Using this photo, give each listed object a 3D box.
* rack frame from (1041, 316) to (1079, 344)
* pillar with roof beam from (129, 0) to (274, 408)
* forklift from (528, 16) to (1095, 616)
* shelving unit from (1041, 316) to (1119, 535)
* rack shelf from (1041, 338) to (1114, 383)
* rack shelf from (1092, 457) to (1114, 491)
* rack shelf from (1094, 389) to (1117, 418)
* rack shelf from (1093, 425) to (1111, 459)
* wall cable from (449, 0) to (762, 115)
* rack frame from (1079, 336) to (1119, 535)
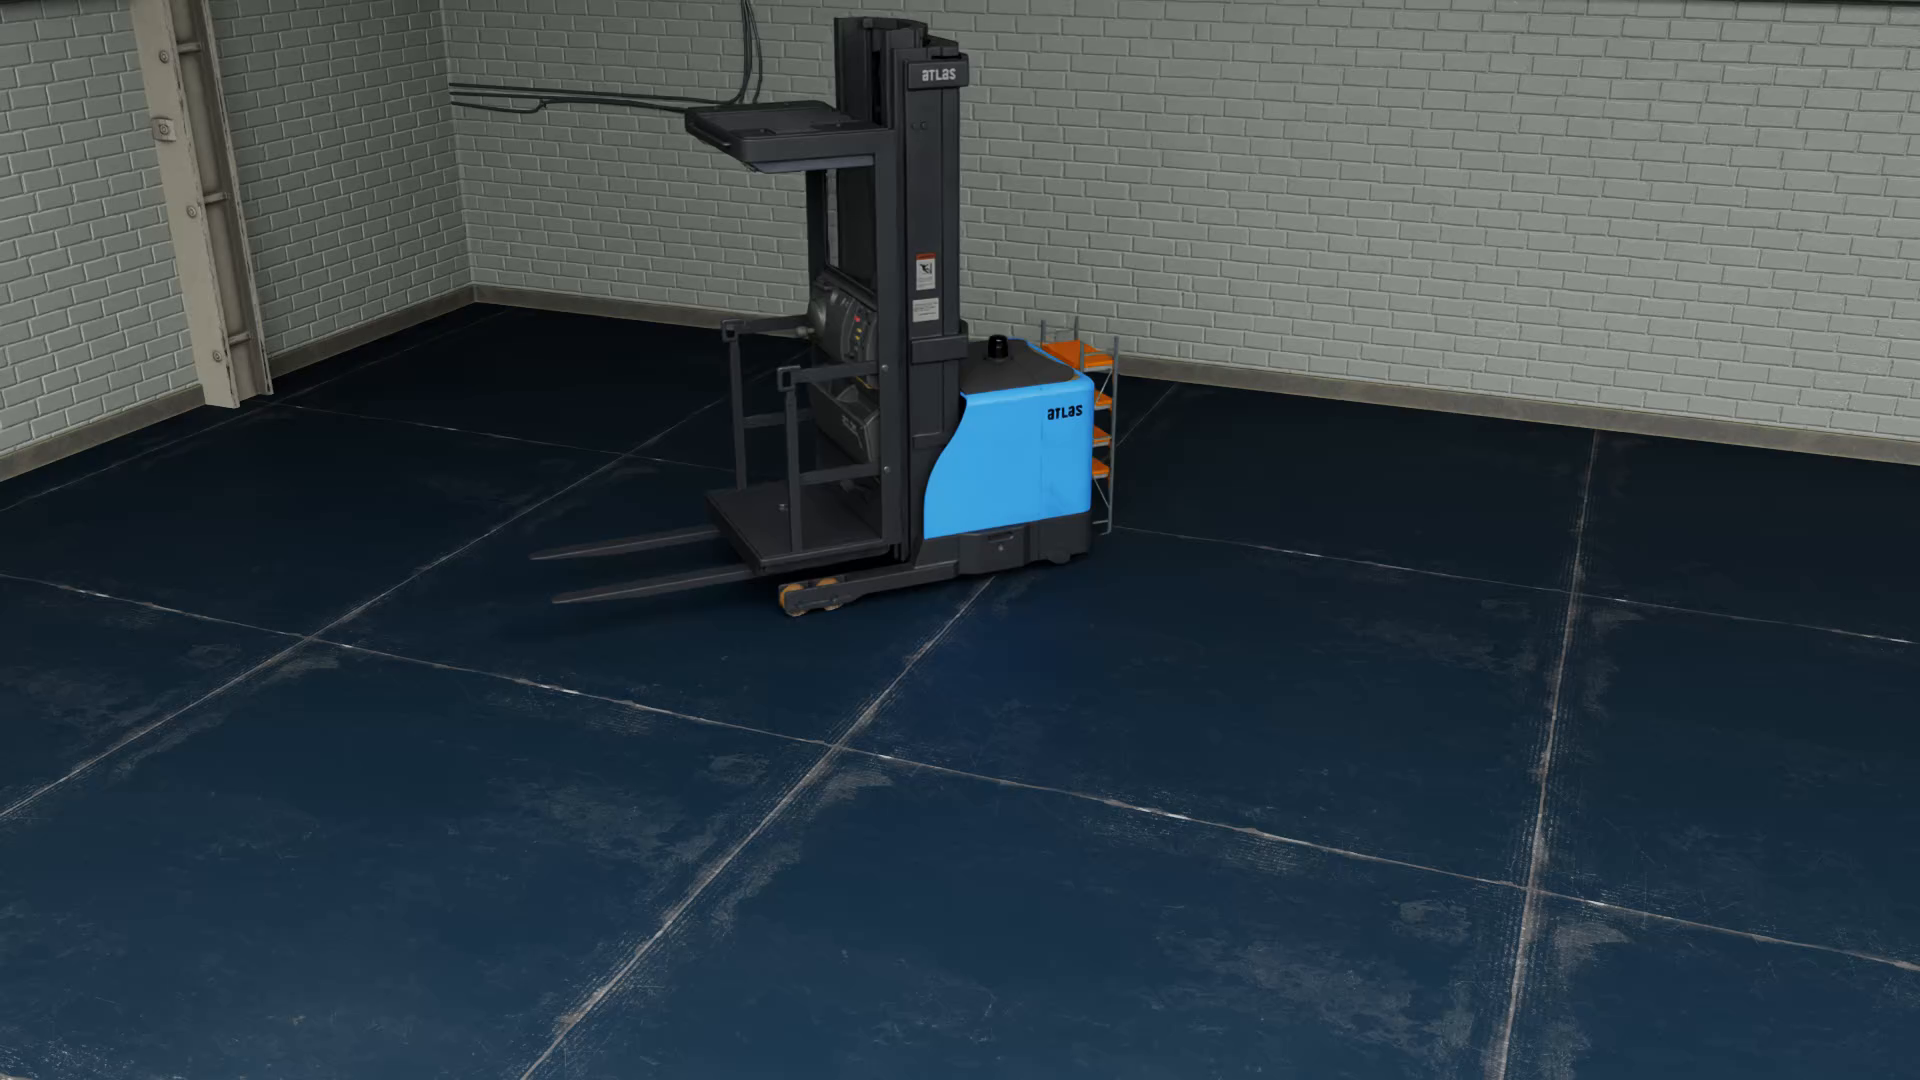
[{"bbox_3d":[0.588,-0.749,9.987,0.240,1.200,0.015,-9,24,-22],"label":"rack frame"},{"bbox_3d":[-1.317,-4.581,9.041,9.100,9.000,0.400,9,24,20],"label":"pillar with roof beam"},{"bbox_3d":[-0.810,-1.181,8.774,3.031,2.935,1.130,-10,25,-22],"label":"forklift"},{"bbox_3d":[0.686,-0.663,9.781,0.258,1.200,0.503,-9,24,-22],"label":"shelving unit"},{"bbox_3d":[0.687,-1.026,9.629,0.258,0.148,0.480,-9,24,-22],"label":"rack shelf"},{"bbox_3d":[0.686,-0.418,9.883,0.258,0.148,0.480,-9,24,-22],"label":"rack shelf"},{"bbox_3d":[0.686,-0.808,9.720,0.258,0.148,0.480,-9,24,-22],"label":"rack shelf"},{"bbox_3d":[0.686,-0.601,9.806,0.258,0.148,0.480,-9,24,-22],"label":"rack shelf"},{"bbox_3d":[-2.992,-4.629,13.185,3.097,2.526,0.112,9,24,20],"label":"wall cable"},{"bbox_3d":[0.784,-0.577,9.574,0.240,1.200,0.015,-9,24,-22],"label":"rack frame"}]
